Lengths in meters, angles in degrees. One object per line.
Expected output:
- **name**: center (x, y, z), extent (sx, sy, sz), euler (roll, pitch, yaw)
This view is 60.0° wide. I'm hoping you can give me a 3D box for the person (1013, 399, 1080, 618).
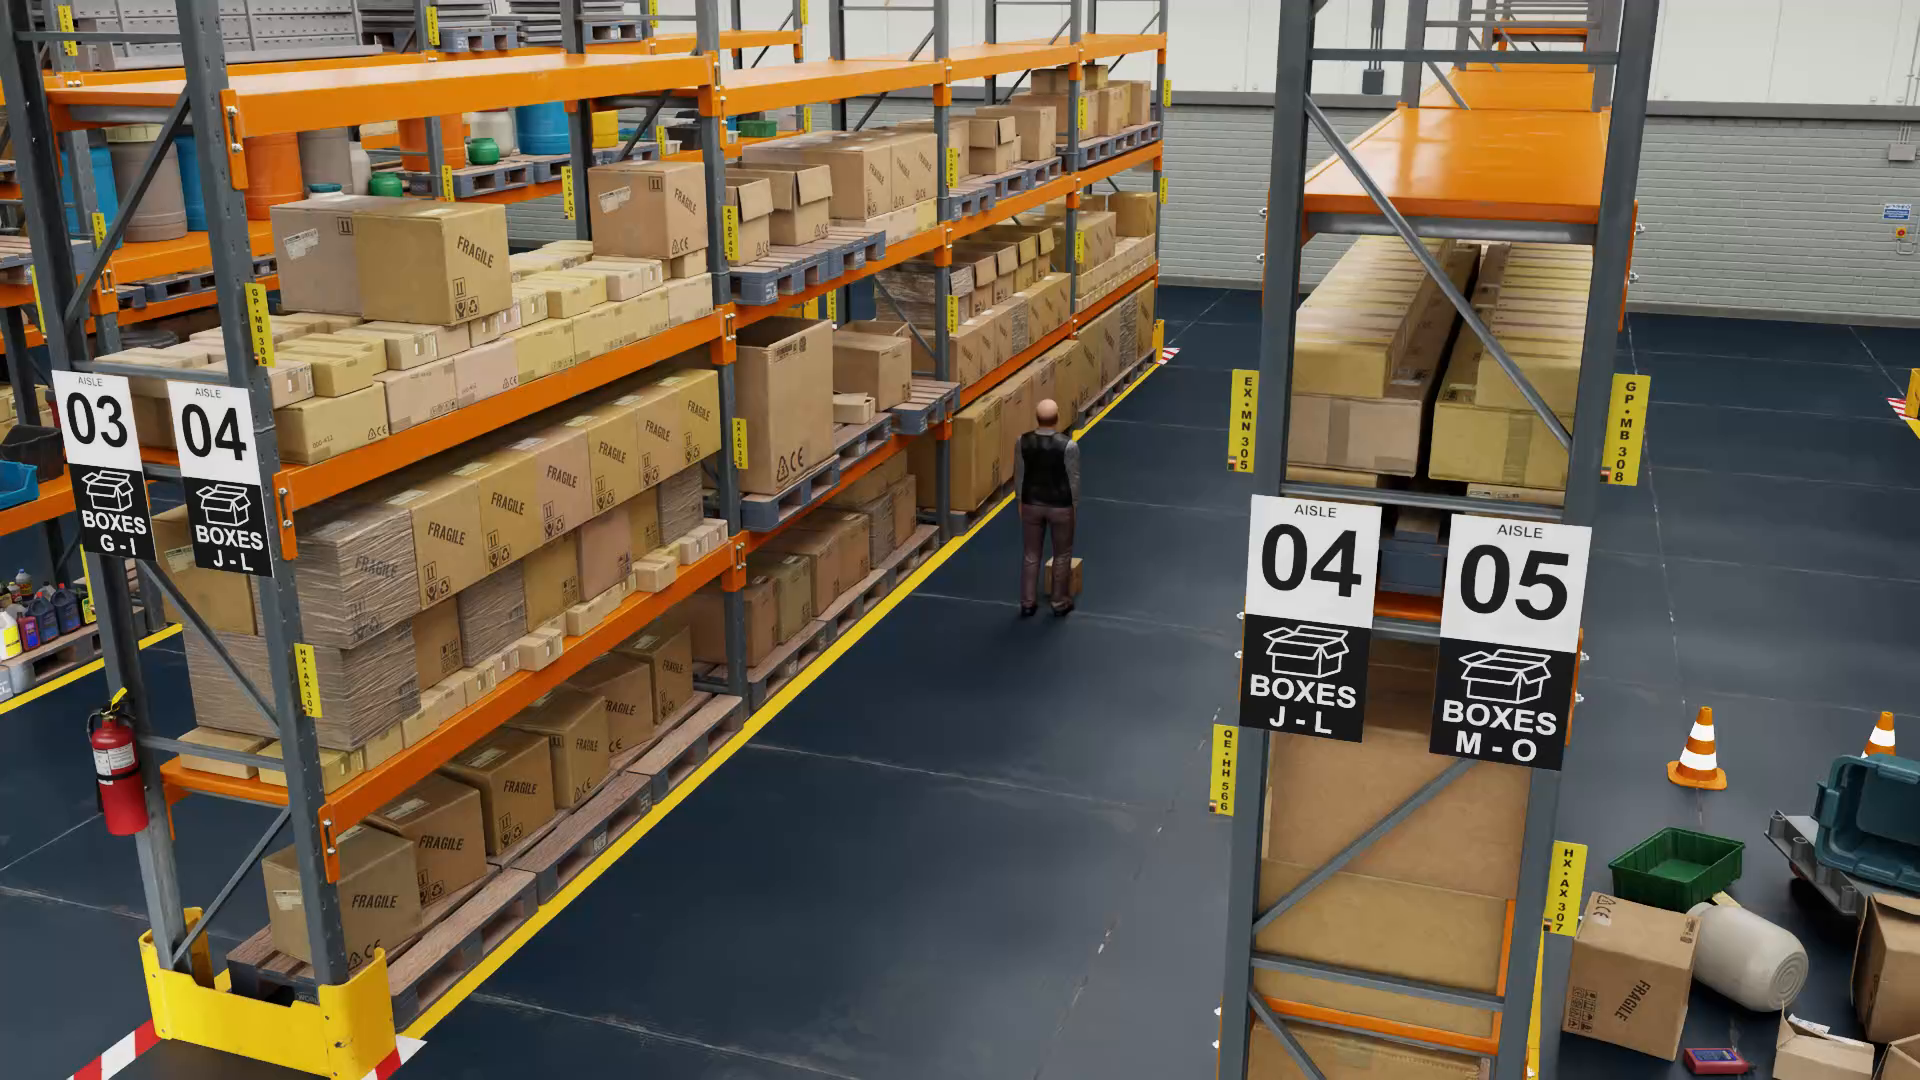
- **person**: center (0.673, -0.238, 12.876), extent (0.532, 1.754, 0.364), euler (7, 20, 19)
